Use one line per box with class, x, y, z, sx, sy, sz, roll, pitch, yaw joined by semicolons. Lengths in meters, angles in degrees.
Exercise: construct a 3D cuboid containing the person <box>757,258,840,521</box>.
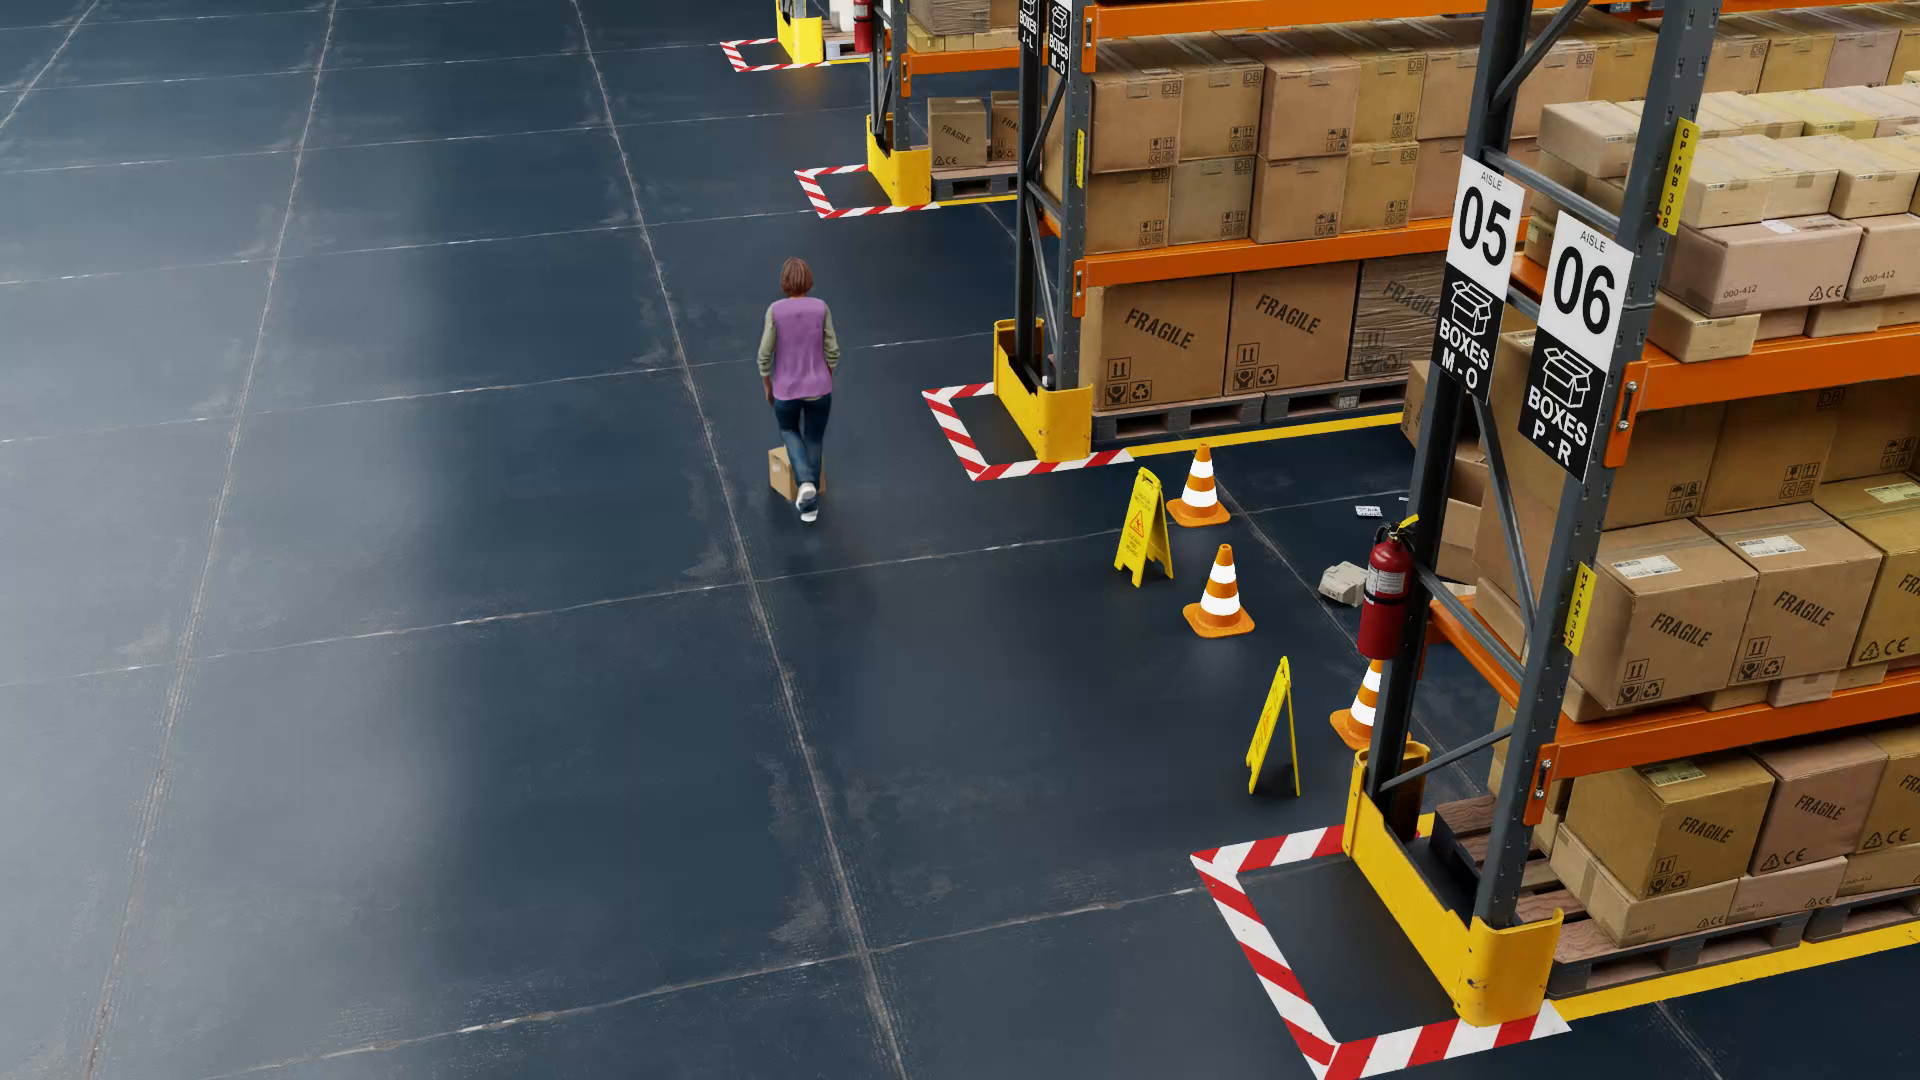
person;-0.932;-0.855;9.715;0.484;1.547;0.481;-5;31;-8
